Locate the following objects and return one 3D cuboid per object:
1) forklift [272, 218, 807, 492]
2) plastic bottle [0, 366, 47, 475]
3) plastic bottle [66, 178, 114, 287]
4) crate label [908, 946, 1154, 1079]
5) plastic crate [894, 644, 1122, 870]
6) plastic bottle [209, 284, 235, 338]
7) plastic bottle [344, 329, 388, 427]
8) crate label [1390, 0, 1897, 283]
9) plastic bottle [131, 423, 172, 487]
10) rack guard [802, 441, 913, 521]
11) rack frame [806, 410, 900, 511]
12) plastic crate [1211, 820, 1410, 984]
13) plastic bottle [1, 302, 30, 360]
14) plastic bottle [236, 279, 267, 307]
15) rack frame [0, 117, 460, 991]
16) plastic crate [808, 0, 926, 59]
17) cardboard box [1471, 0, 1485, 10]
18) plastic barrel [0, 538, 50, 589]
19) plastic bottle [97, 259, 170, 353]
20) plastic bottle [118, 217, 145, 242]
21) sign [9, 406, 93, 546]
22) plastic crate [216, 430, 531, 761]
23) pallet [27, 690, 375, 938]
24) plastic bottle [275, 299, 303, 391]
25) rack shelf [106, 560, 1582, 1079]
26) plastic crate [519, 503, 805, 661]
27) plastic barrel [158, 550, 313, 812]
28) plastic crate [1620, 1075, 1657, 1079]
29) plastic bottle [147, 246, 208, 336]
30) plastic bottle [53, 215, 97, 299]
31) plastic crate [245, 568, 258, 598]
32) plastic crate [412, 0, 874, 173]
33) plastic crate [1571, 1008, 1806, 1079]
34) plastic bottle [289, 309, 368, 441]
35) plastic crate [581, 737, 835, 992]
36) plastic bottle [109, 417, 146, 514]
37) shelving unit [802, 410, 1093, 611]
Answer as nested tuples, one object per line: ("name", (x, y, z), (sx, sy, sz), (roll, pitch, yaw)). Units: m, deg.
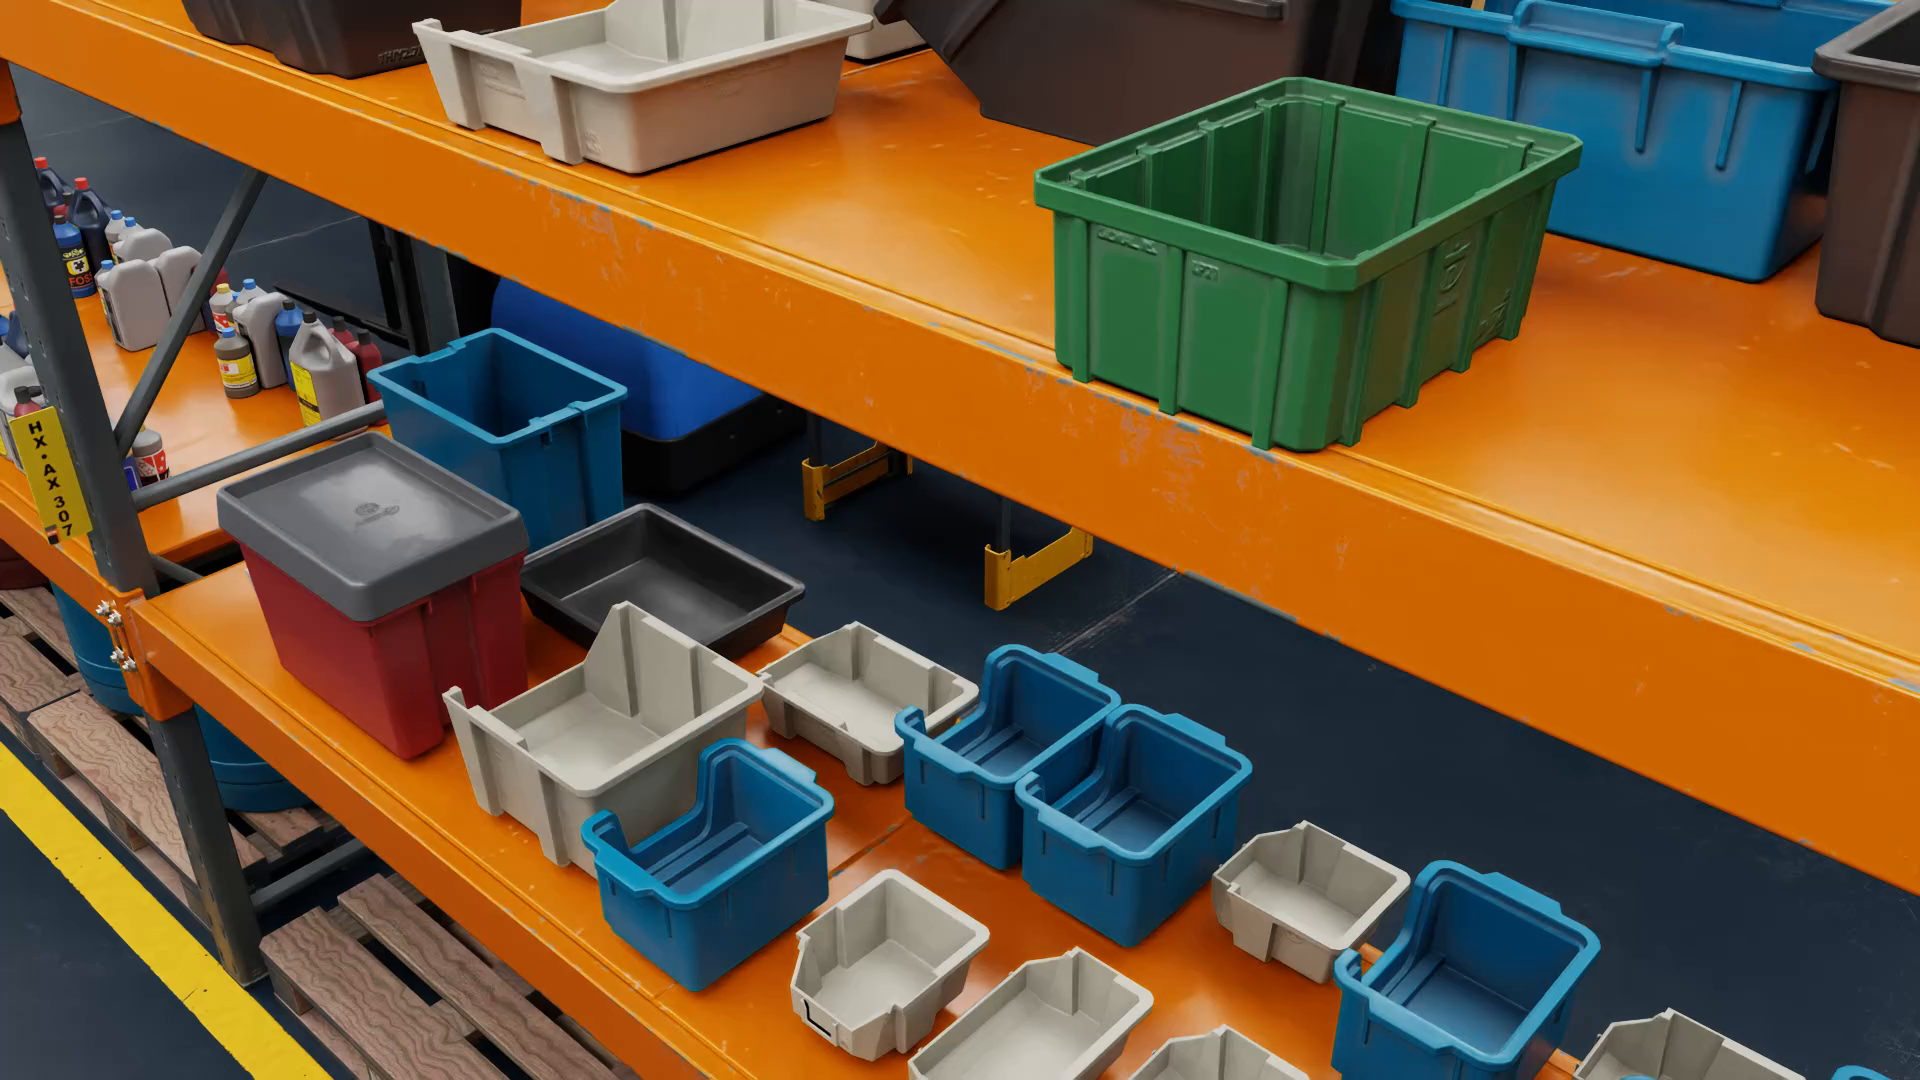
("forklift", (-2.101, -2.052, 7.316), (3.031, 2.935, 1.130), (21, 37, 30))
("plastic bottle", (-2.492, -0.321, 4.496), (0.135, 0.276, 0.152), (25, 39, 35))
("plastic bottle", (-2.918, -1.045, 5.625), (0.185, 0.351, 0.144), (25, 39, 35))
("crate label", (0.100, 0.830, 2.660), (0.243, 0.136, 0.396), (25, 39, 35))
("plastic crate", (0.093, 0.424, 3.241), (0.300, 0.233, 0.416), (25, 39, 35))
("plastic bottle", (-2.282, -0.701, 5.198), (0.097, 0.201, 0.097), (0, 31, 0))
("plastic bottle", (-1.697, -0.475, 4.745), (0.133, 0.283, 0.061), (25, 39, 35))
("crate label", (0.787, -0.515, 1.933), (0.502, 0.251, 0.408), (25, 39, 35))
("plastic bottle", (-2.151, -0.217, 4.395), (0.097, 0.201, 0.097), (0, 31, 0))
("rack guard", (-0.426, -0.306, 7.016), (0.087, 0.250, 0.587), (25, 39, 35))
("rack frame", (-0.440, -0.848, 6.704), (0.032, 1.500, 0.500), (25, 39, 35))
("plastic crate", (0.607, 0.647, 2.964), (0.298, 0.136, 0.250), (25, 39, 35))
("plastic bottle", (-2.653, -0.526, 4.764), (0.185, 0.351, 0.144), (25, 39, 35))
("plastic bottle", (-2.138, -0.663, 5.068), (0.097, 0.271, 0.097), (0, 31, 0))
("rack frame", (-1.712, -0.235, 4.233), (0.127, 3.000, 1.000), (25, 39, 35))
("plastic crate", (-0.182, -0.970, 2.660), (0.530, 0.282, 0.437), (25, 39, 35))
("cardboard box", (2.158, -2.150, 6.347), (0.500, 0.500, 0.500), (24, 38, 34))
("plastic barrel", (-3.466, -0.213, 6.126), (0.708, 0.588, 0.600), (25, 39, 35))
("plastic bottle", (-2.588, -0.750, 5.208), (0.135, 0.276, 0.152), (25, 39, 35))
("plastic bottle", (-2.725, -0.937, 5.524), (0.097, 0.271, 0.097), (0, 31, 0))
("sign", (-2.082, -0.144, 3.813), (0.005, 0.325, 0.100), (25, 39, 35))
("plastic crate", (-1.218, 0.116, 3.528), (0.583, 0.464, 0.402), (25, 39, 35))
("pallet", (-2.256, 0.676, 5.422), (1.213, 0.211, 1.003), (25, 39, 35))
("plastic bottle", (-1.966, -0.583, 4.935), (0.097, 0.271, 0.097), (0, 31, 0))
("rack shelf", (-0.229, 0.765, 3.268), (4.000, 0.370, 1.077), (25, 39, 35))
("plastic crate", (-0.701, 0.141, 3.815), (0.590, 0.125, 0.437), (25, 39, 35))
("plastic barrel", (-2.104, 0.289, 4.989), (0.708, 0.901, 0.600), (25, 39, 35))
("plastic crate", (0.881, 1.064, 1.982), (0.499, 0.435, 0.616), (25, 39, 35))
("plastic bottle", (-2.486, -0.809, 5.305), (0.135, 0.276, 0.152), (25, 39, 35))
("plastic bottle", (-2.966, -0.950, 5.544), (0.097, 0.271, 0.097), (0, 31, 0))
("plastic crate", (-1.462, 0.068, 3.927), (0.243, 0.136, 0.396), (25, 39, 35))
("plastic crate", (-0.444, -0.643, 2.258), (0.530, 0.136, 0.437), (25, 39, 35))
("plastic crate", (1.110, 0.882, 2.574), (0.298, 0.136, 0.250), (25, 39, 35))
("plastic bottle", (-1.785, -0.474, 4.677), (0.185, 0.351, 0.144), (25, 39, 35))
("plastic crate", (-0.441, 0.582, 2.979), (0.300, 0.233, 0.416), (25, 39, 35))
("plastic bottle", (-2.221, -0.195, 4.286), (0.135, 0.276, 0.152), (25, 39, 35))
("shelving unit", (-0.057, -0.669, 6.407), (1.083, 1.500, 0.587), (25, 39, 35))
